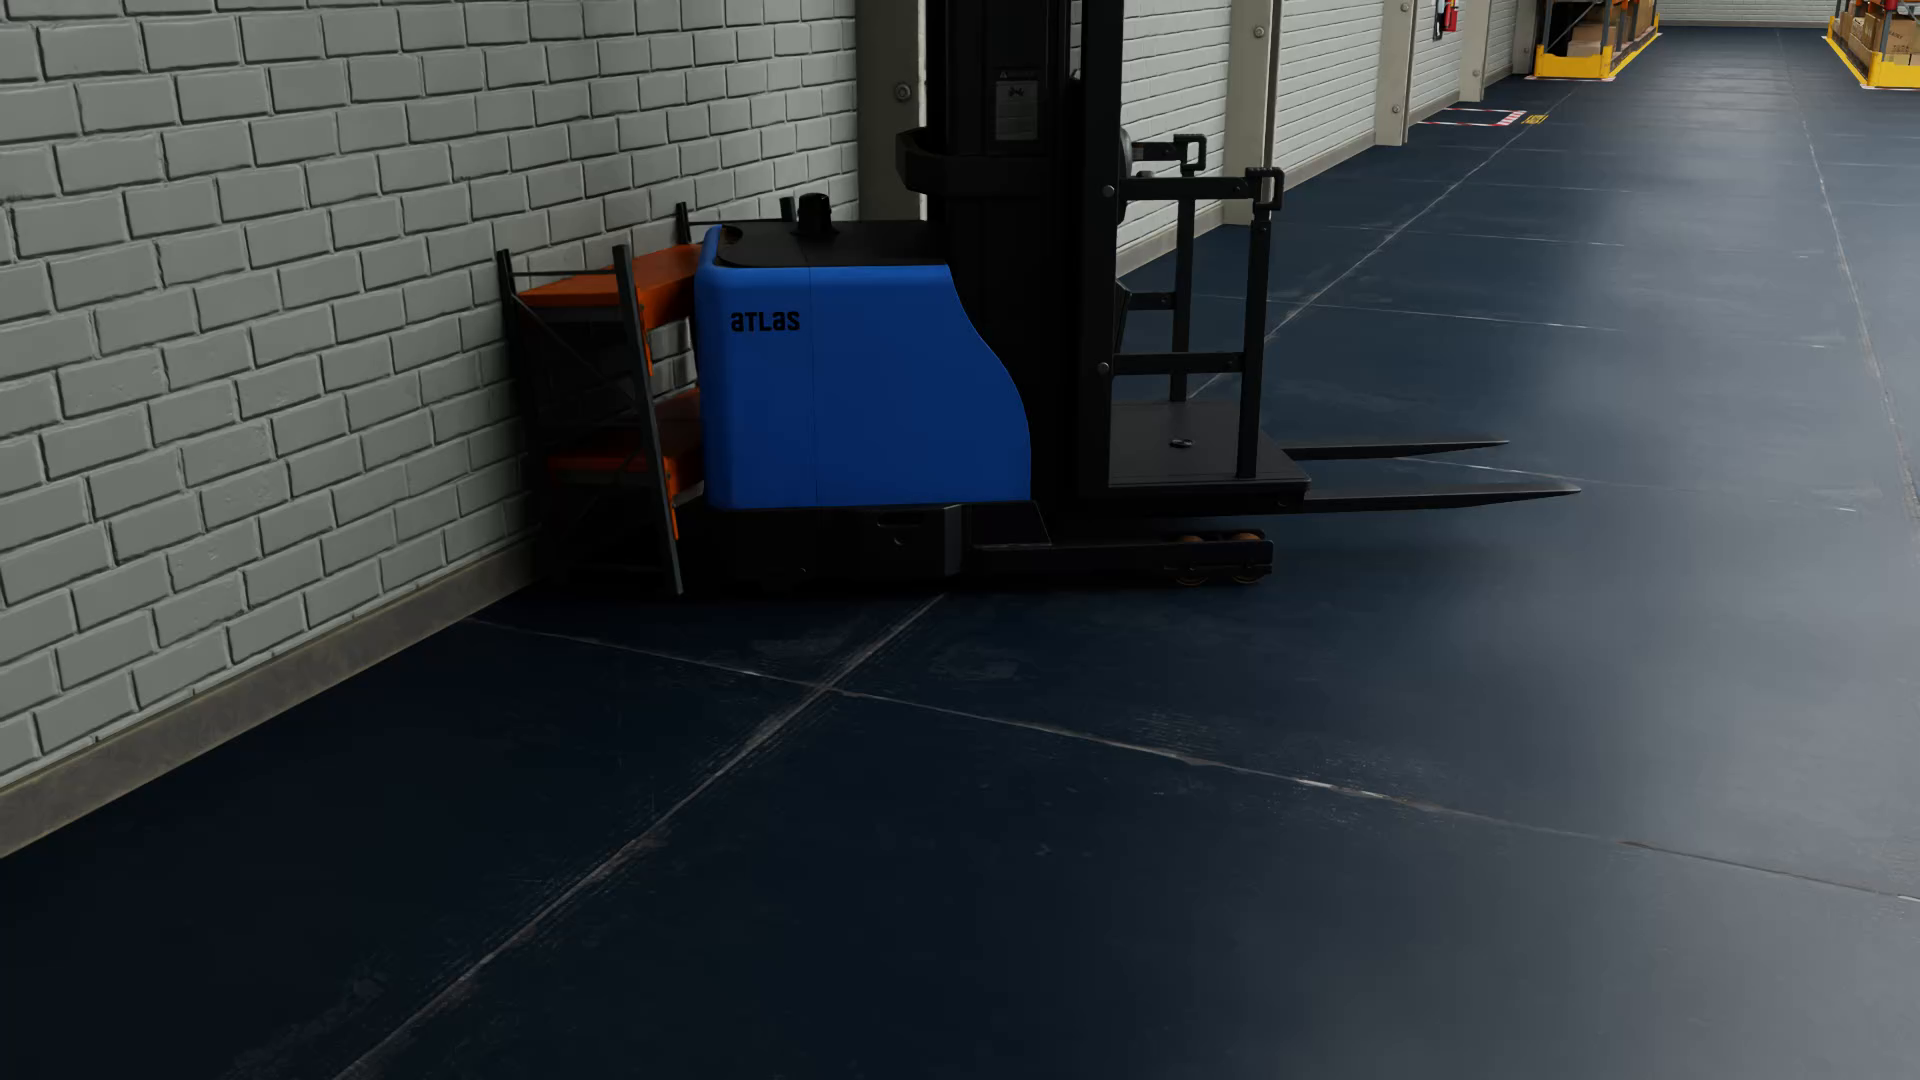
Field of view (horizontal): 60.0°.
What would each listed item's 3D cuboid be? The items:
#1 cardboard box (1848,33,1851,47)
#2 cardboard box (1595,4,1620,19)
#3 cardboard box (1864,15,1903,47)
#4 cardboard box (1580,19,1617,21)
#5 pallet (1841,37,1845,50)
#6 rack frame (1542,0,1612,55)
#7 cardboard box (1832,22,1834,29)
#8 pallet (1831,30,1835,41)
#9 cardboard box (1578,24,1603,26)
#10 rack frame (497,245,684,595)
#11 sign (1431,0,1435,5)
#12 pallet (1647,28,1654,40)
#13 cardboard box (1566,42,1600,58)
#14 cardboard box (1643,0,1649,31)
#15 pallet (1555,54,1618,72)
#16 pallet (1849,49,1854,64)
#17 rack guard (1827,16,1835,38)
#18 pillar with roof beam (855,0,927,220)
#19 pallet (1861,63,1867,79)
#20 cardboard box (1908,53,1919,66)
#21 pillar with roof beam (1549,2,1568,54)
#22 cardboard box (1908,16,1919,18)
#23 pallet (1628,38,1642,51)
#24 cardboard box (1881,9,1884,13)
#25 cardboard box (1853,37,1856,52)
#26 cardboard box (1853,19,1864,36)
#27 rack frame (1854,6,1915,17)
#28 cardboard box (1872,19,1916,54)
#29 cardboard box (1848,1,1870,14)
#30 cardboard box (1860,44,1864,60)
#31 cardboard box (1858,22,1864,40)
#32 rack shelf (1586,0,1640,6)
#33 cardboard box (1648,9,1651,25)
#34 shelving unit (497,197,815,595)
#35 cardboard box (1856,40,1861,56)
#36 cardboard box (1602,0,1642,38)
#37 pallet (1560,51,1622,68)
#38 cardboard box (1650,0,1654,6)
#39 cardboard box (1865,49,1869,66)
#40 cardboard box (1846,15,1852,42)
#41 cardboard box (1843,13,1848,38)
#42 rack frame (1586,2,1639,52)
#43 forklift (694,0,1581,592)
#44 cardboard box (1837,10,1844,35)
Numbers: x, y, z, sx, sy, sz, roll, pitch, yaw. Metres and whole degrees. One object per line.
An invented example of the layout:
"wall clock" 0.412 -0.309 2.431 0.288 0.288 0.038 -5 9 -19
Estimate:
"cardboard box" 17.411 -9.622 32.025 0.500 0.250 0.500 8 21 23
"cardboard box" 12.628 -10.350 32.550 0.500 0.250 0.500 8 21 22
"cardboard box" 15.370 -8.468 27.660 0.500 0.500 0.500 9 21 23
"cardboard box" 12.186 -9.717 31.889 0.700 0.500 0.500 8 21 22
"pallet" 19.232 -10.494 35.163 1.003 0.211 1.213 9 21 23
"rack frame" 10.096 -9.072 27.003 1.000 3.000 0.127 9 21 23
"cardboard box" 20.582 -12.000 38.806 0.380 0.166 0.250 9 21 23
"pallet" 20.812 -11.704 38.564 1.003 0.211 1.213 9 21 23
"cardboard box" 11.346 -9.002 29.878 0.500 0.500 0.500 7 21 19
"rack frame" -1.183 -0.369 5.305 0.500 1.125 0.032 3 20 25
"sign" 5.770 -6.683 20.230 0.001 0.329 0.234 9 21 23
"pallet" 15.891 -12.023 39.461 1.003 0.211 1.213 9 21 23
"cardboard box" 10.462 -8.212 27.939 0.500 0.311 0.500 6 20 17
"cardboard box" 14.863 -11.709 36.998 0.750 0.750 0.750 9 21 23
"pallet" 10.993 -8.397 29.265 1.003 0.211 1.213 9 21 23
"pallet" 17.019 -8.908 30.701 1.003 0.211 1.213 9 21 23
"rack guard" 21.138 -12.084 39.201 1.175 0.500 0.348 9 21 23
"pillar with roof beam" 3.693 -4.304 4.642 9.100 9.000 0.400 9 21 23
"pallet" 15.393 -7.691 27.280 1.003 0.211 1.213 9 21 23
"cardboard box" 15.040 -7.430 25.860 0.500 0.250 0.500 9 21 23
"pillar with roof beam" 15.978 -13.475 30.429 9.100 9.000 0.400 9 21 23
"cardboard box" 15.656 -8.241 27.023 0.500 0.500 0.500 9 21 23
"pallet" 13.764 -10.435 34.995 1.003 0.211 1.213 9 21 23
"cardboard box" 20.296 -11.668 37.371 0.797 0.503 0.637 9 21 23
"cardboard box" 16.788 -9.152 30.702 0.500 0.250 0.500 9 21 24
"cardboard box" 16.992 -9.569 31.038 0.500 0.311 0.500 8 21 21
"rack frame" 17.893 -10.839 31.971 1.000 3.000 0.127 9 21 23
"cardboard box" 14.565 -7.854 25.935 0.500 0.500 0.500 9 21 23
"cardboard box" 18.701 -11.025 34.447 0.500 0.250 0.500 9 21 23
"cardboard box" 15.579 -8.267 28.214 0.500 0.250 0.500 9 21 23
"cardboard box" 16.367 -9.106 29.738 0.500 0.311 0.500 9 22 24
"rack shelf" 12.553 -10.568 32.280 1.077 0.370 4.000 9 21 23
"cardboard box" 16.043 -12.449 39.601 0.700 0.500 0.500 8 21 21
"shelving unit" -0.976 -0.532 5.740 0.538 1.125 1.048 3 20 25
"cardboard box" 16.160 -8.685 29.391 0.500 0.250 0.500 8 21 22
"cardboard box" 13.793 -10.910 34.750 0.750 0.750 0.750 8 21 22
"pallet" 11.492 -8.771 30.317 1.003 0.211 1.213 9 21 23
"cardboard box" 16.462 -12.919 39.955 0.380 0.149 0.250 9 22 24
"cardboard box" 14.964 -7.808 26.925 0.500 0.250 0.500 9 21 23
"cardboard box" 18.274 -10.345 33.655 0.500 0.500 0.500 8 21 21
"cardboard box" 18.902 -10.813 34.970 0.500 0.500 0.500 9 21 23
"rack frame" 13.372 -11.518 33.879 1.000 3.000 0.127 9 21 23
"forklift" 0.626 -1.403 5.539 3.031 2.935 1.130 -2 20 -6
"cardboard box" 19.506 -11.305 36.354 0.500 0.500 0.500 9 21 23
